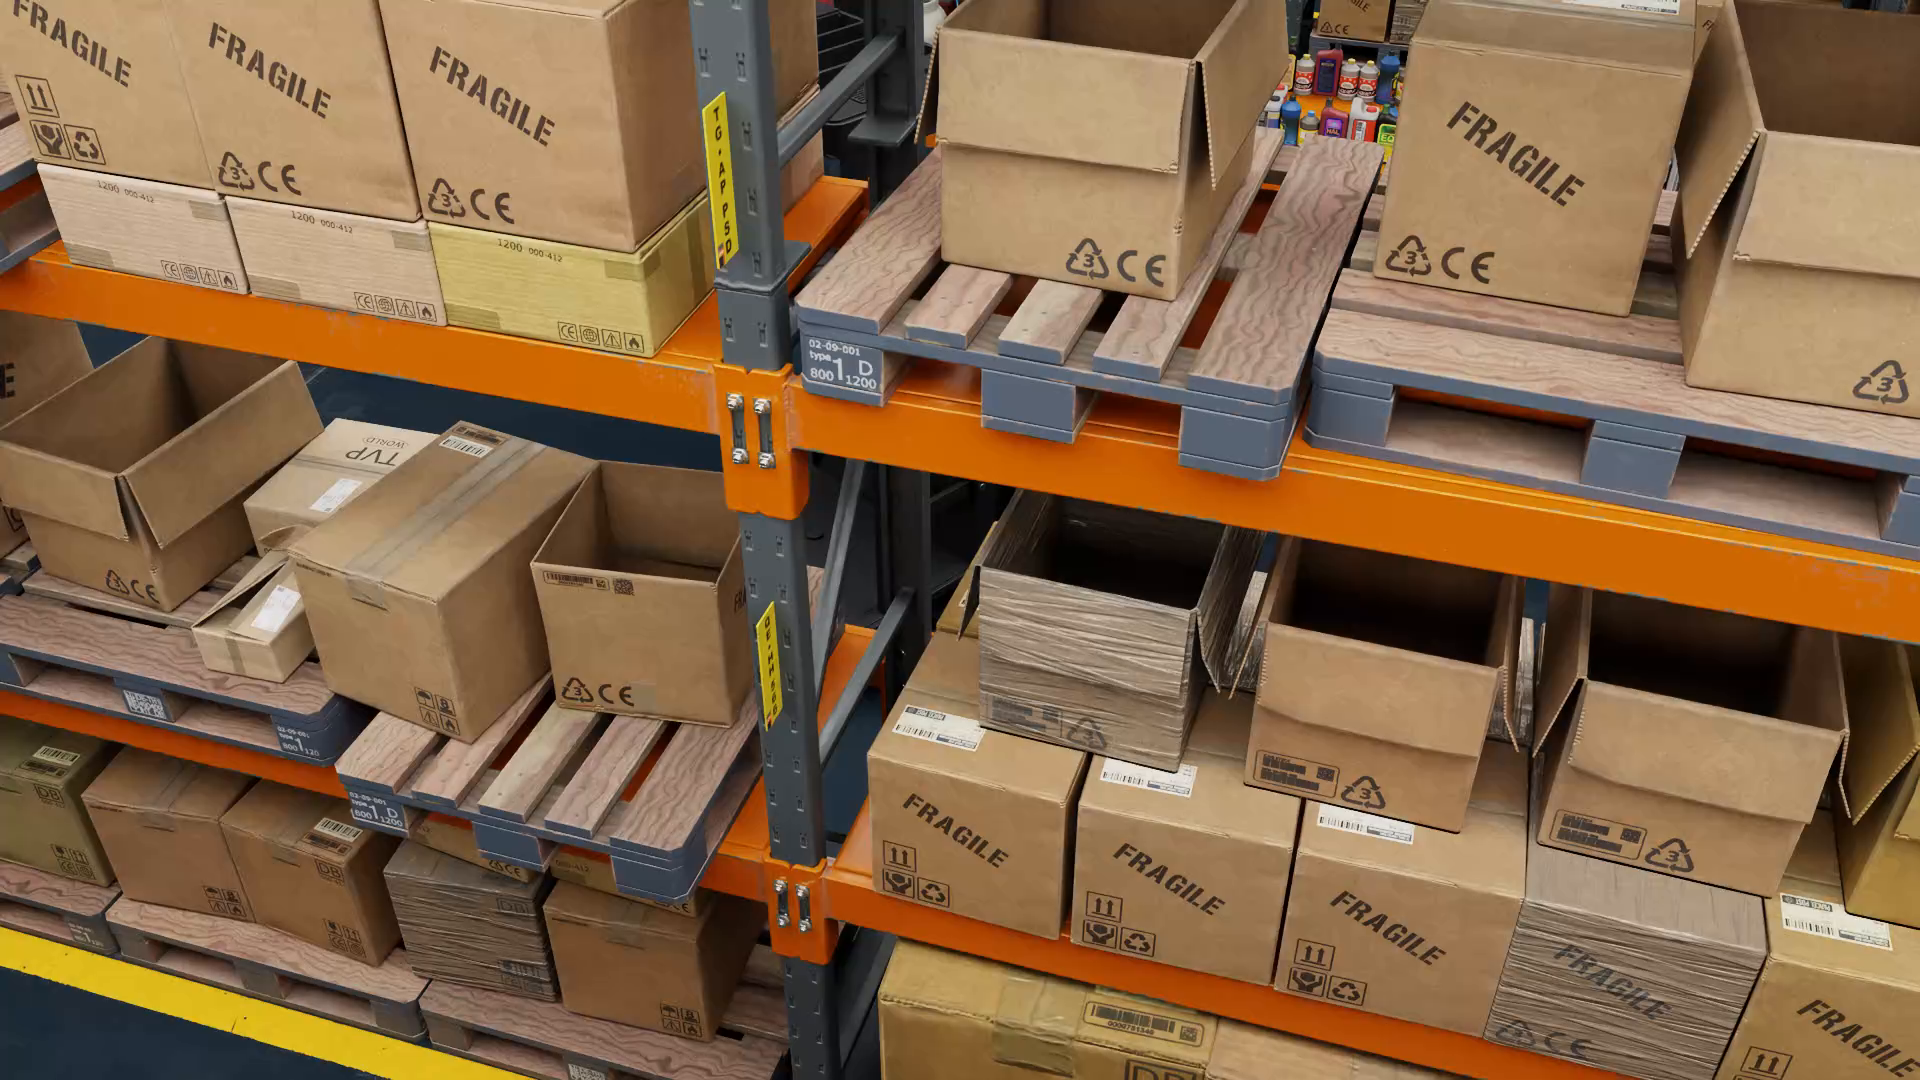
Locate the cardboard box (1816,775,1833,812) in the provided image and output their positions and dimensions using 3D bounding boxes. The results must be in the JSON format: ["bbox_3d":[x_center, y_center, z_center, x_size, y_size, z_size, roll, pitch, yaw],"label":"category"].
[{"bbox_3d":[2.204,0.691,4.197,0.500,0.500,0.500,10,37,13],"label":"cardboard box"}]

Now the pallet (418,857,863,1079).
[{"bbox_3d":[-1.038,1.408,5.659,1.213,0.211,1.003,10,38,14],"label":"pallet"}]

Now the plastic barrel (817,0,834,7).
[{"bbox_3d":[-0.672,-2.641,8.693,0.433,0.535,0.433,0,36,0],"label":"plastic barrel"}]

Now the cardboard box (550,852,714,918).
[{"bbox_3d":[-0.941,0.850,5.170,0.500,0.250,0.500,12,38,16],"label":"cardboard box"}]

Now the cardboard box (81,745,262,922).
[{"bbox_3d":[-2.547,0.861,5.788,0.500,0.500,0.700,7,37,10],"label":"cardboard box"}]

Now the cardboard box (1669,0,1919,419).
[{"bbox_3d":[1.664,-0.646,3.125,0.637,0.503,0.797,10,38,13],"label":"cardboard box"}]

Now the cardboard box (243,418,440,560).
[{"bbox_3d":[-1.823,-0.111,5.143,0.500,0.250,0.500,9,37,13],"label":"cardboard box"}]

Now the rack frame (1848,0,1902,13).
[{"bbox_3d":[6.483,-4.474,11.298,0.127,3.000,1.000,10,38,14],"label":"rack frame"}]

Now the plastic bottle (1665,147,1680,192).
[{"bbox_3d":[3.350,-1.727,7.670,0.135,0.276,0.152,10,38,14],"label":"plastic bottle"}]

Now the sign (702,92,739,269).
[{"bbox_3d":[-0.456,-0.686,3.185,0.005,0.325,0.100,10,38,14],"label":"sign"}]

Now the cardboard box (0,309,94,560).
[{"bbox_3d":[-3.394,-0.474,5.004,1.000,1.000,1.000,11,38,14],"label":"cardboard box"}]

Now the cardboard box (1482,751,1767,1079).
[{"bbox_3d":[1.550,0.891,3.924,0.500,0.500,0.500,11,38,14],"label":"cardboard box"}]

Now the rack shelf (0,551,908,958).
[{"bbox_3d":[-2.201,0.360,5.337,4.000,0.370,1.077,10,38,14],"label":"rack shelf"}]

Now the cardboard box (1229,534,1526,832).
[{"bbox_3d":[1.022,0.235,3.970,0.637,0.503,0.797,11,38,15],"label":"cardboard box"}]

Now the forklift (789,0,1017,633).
[{"bbox_3d":[-0.451,-0.925,6.534,3.031,2.935,1.130,-29,45,-34],"label":"forklift"}]

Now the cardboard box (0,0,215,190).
[{"bbox_3d":[-1.783,-1.149,3.744,0.500,0.500,0.500,11,38,15],"label":"cardboard box"}]

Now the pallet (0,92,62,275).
[{"bbox_3d":[-2.562,-1.065,4.294,1.003,0.211,1.213,10,38,14],"label":"pallet"}]

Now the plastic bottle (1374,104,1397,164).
[{"bbox_3d":[2.057,-1.941,7.955,0.133,0.283,0.061,10,38,14],"label":"plastic bottle"}]

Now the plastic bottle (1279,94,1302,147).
[{"bbox_3d":[1.604,-2.031,8.088,0.097,0.271,0.097,0,36,0],"label":"plastic bottle"}]

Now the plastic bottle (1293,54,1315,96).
[{"bbox_3d":[1.803,-2.438,8.699,0.097,0.201,0.097,0,36,0],"label":"plastic bottle"}]

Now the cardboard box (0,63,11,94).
[{"bbox_3d":[-2.291,-1.291,4.286,0.250,0.166,0.380,9,37,13],"label":"cardboard box"}]

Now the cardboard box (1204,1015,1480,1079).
[{"bbox_3d":[1.209,1.406,4.747,0.875,0.875,1.225,11,38,14],"label":"cardboard box"}]

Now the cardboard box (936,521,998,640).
[{"bbox_3d":[0.253,0.331,4.686,0.500,0.500,0.500,12,38,15],"label":"cardboard box"}]

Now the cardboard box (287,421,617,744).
[{"bbox_3d":[-1.382,0.100,4.646,0.500,0.500,0.700,16,39,21],"label":"cardboard box"}]

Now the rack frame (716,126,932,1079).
[{"bbox_3d":[-0.292,0.424,4.644,0.127,3.000,1.000,10,38,14],"label":"rack frame"}]

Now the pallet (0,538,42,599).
[{"bbox_3d":[-3.424,0.011,5.366,1.213,0.211,1.003,10,38,14],"label":"pallet"}]

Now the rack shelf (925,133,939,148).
[{"bbox_3d":[-0.724,-2.442,9.145,4.000,0.370,1.077,10,38,14],"label":"rack shelf"}]

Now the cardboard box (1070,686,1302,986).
[{"bbox_3d":[0.584,0.713,4.166,0.500,0.500,0.500,10,37,13],"label":"cardboard box"}]

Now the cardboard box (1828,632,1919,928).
[{"bbox_3d":[2.262,0.450,3.677,0.637,0.503,0.797,11,38,14],"label":"cardboard box"}]

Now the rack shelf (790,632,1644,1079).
[{"bbox_3d":[1.617,1.067,4.377,4.000,0.370,1.077,10,38,14],"label":"rack shelf"}]

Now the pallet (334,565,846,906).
[{"bbox_3d":[-1.004,0.435,4.790,1.003,0.211,1.213,10,38,14],"label":"pallet"}]

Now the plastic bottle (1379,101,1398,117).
[{"bbox_3d":[2.064,-1.984,8.024,0.097,0.271,0.097,0,36,0],"label":"plastic bottle"}]

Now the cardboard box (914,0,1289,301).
[{"bbox_3d":[0.312,-0.928,3.508,0.637,0.503,0.797,13,38,17],"label":"cardboard box"}]

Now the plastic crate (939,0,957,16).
[{"bbox_3d":[-0.266,-2.863,9.055,0.583,0.464,0.402,10,38,14],"label":"plastic crate"}]

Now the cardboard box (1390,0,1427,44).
[{"bbox_3d":[3.516,-4.019,12.418,0.500,0.500,0.500,9,37,12],"label":"cardboard box"}]

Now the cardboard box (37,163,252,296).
[{"bbox_3d":[-1.775,-0.839,3.956,0.500,0.250,0.500,12,38,15],"label":"cardboard box"}]

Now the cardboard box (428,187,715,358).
[{"bbox_3d":[-0.819,-0.669,3.725,0.500,0.250,0.500,11,38,14],"label":"cardboard box"}]

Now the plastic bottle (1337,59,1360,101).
[{"bbox_3d":[2.023,-2.397,8.644,0.097,0.201,0.097,0,36,0],"label":"plastic bottle"}]

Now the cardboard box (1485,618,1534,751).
[{"bbox_3d":[1.224,0.512,4.440,0.500,0.500,0.500,9,37,12],"label":"cardboard box"}]

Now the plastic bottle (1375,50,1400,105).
[{"bbox_3d":[2.209,-2.391,8.576,0.097,0.271,0.097,0,36,0],"label":"plastic bottle"}]

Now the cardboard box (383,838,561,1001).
[{"bbox_3d":[-1.471,1.055,5.523,0.500,0.500,0.700,8,37,10],"label":"cardboard box"}]

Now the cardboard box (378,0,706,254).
[{"bbox_3d":[-0.822,-0.969,3.499,0.500,0.500,0.500,11,38,15],"label":"cardboard box"}]

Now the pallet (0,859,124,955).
[{"bbox_3d":[-3.367,0.977,6.245,1.213,0.211,1.003,10,38,14],"label":"pallet"}]

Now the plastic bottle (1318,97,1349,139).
[{"bbox_3d":[1.801,-1.988,8.019,0.133,0.283,0.061,10,38,14],"label":"plastic bottle"}]

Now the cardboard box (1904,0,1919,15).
[{"bbox_3d":[7.112,-3.704,11.989,0.500,0.500,0.500,10,38,14],"label":"cardboard box"}]

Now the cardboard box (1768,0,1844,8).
[{"bbox_3d":[5.927,-3.569,11.806,0.500,0.500,0.500,10,38,14],"label":"cardboard box"}]
